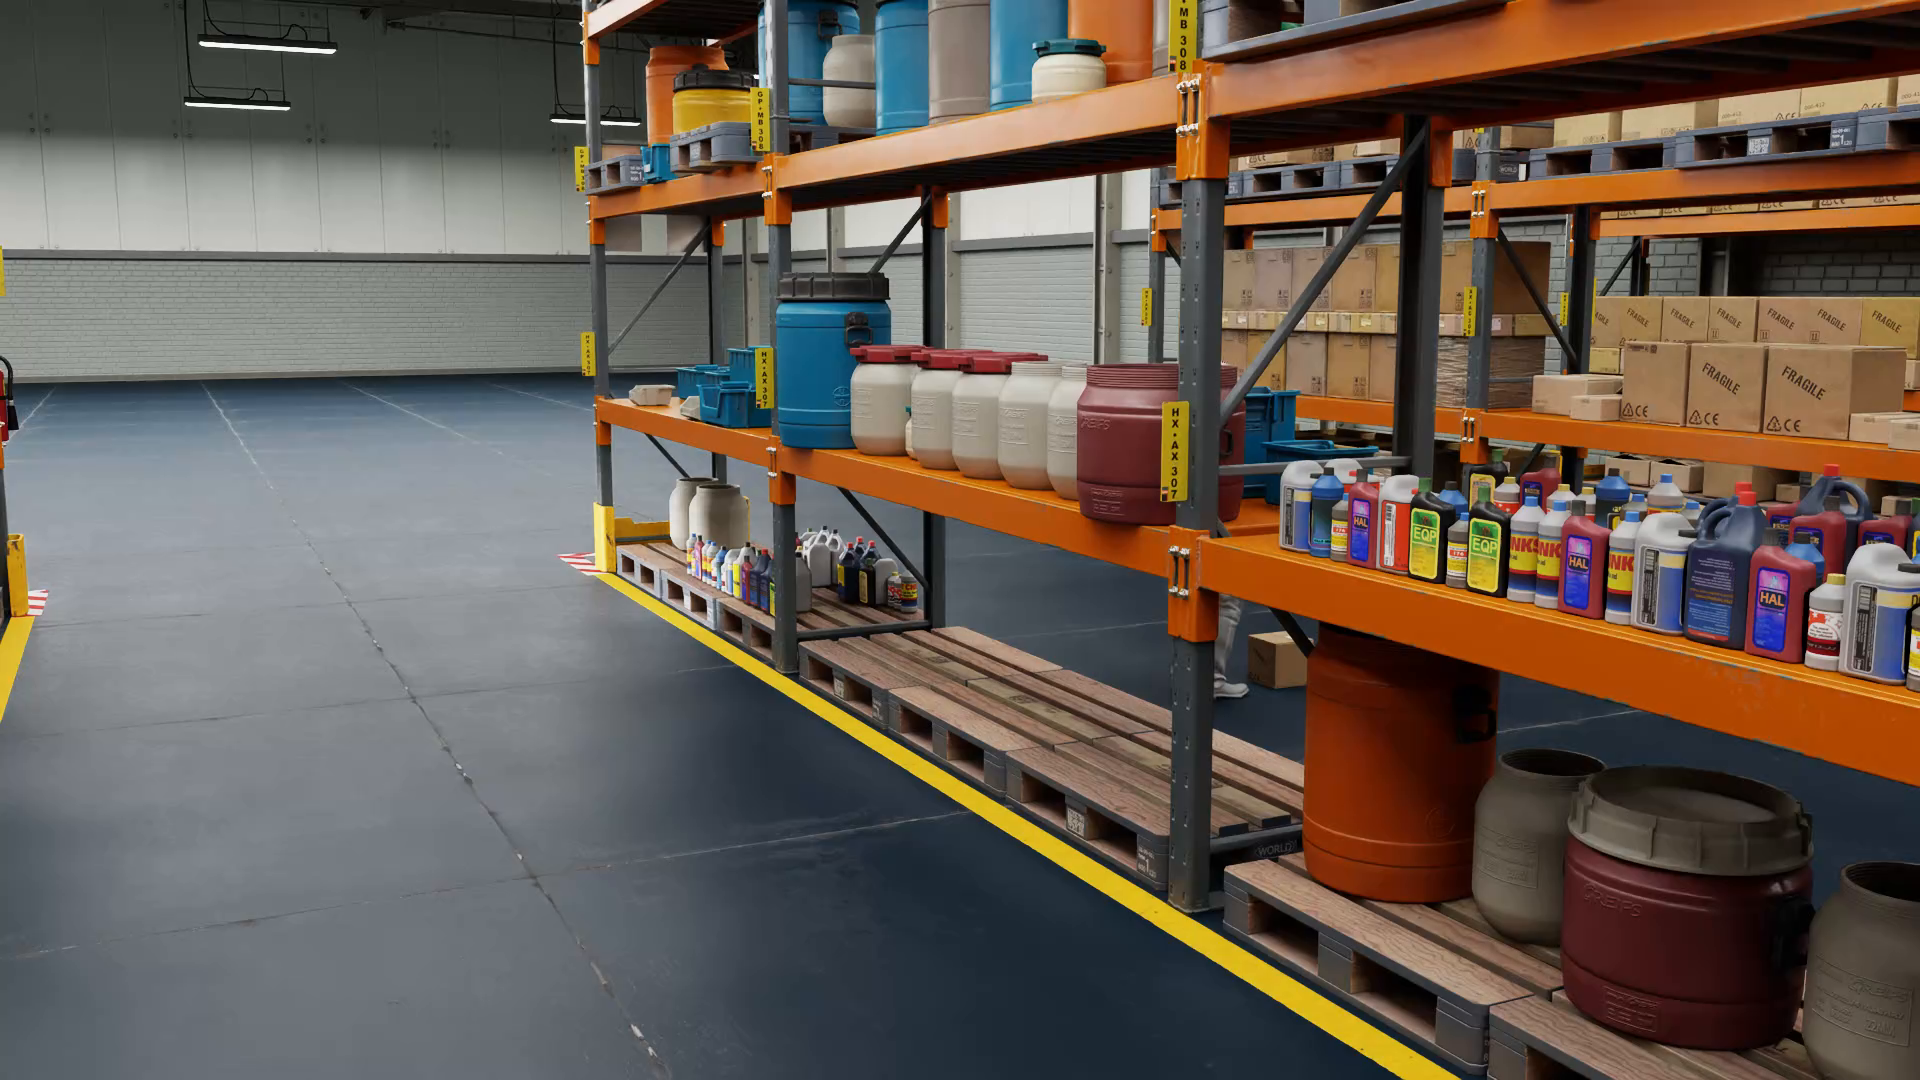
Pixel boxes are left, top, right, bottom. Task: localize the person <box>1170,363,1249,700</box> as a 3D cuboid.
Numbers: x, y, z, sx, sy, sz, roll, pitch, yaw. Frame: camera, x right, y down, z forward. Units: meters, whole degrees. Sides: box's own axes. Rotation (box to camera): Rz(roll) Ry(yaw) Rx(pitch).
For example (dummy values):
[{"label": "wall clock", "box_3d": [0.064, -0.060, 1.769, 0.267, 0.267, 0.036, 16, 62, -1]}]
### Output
[{"label": "person", "box_3d": [1.302, -0.056, 8.733, 0.409, 1.738, 0.581, -4, 9, -25]}]
